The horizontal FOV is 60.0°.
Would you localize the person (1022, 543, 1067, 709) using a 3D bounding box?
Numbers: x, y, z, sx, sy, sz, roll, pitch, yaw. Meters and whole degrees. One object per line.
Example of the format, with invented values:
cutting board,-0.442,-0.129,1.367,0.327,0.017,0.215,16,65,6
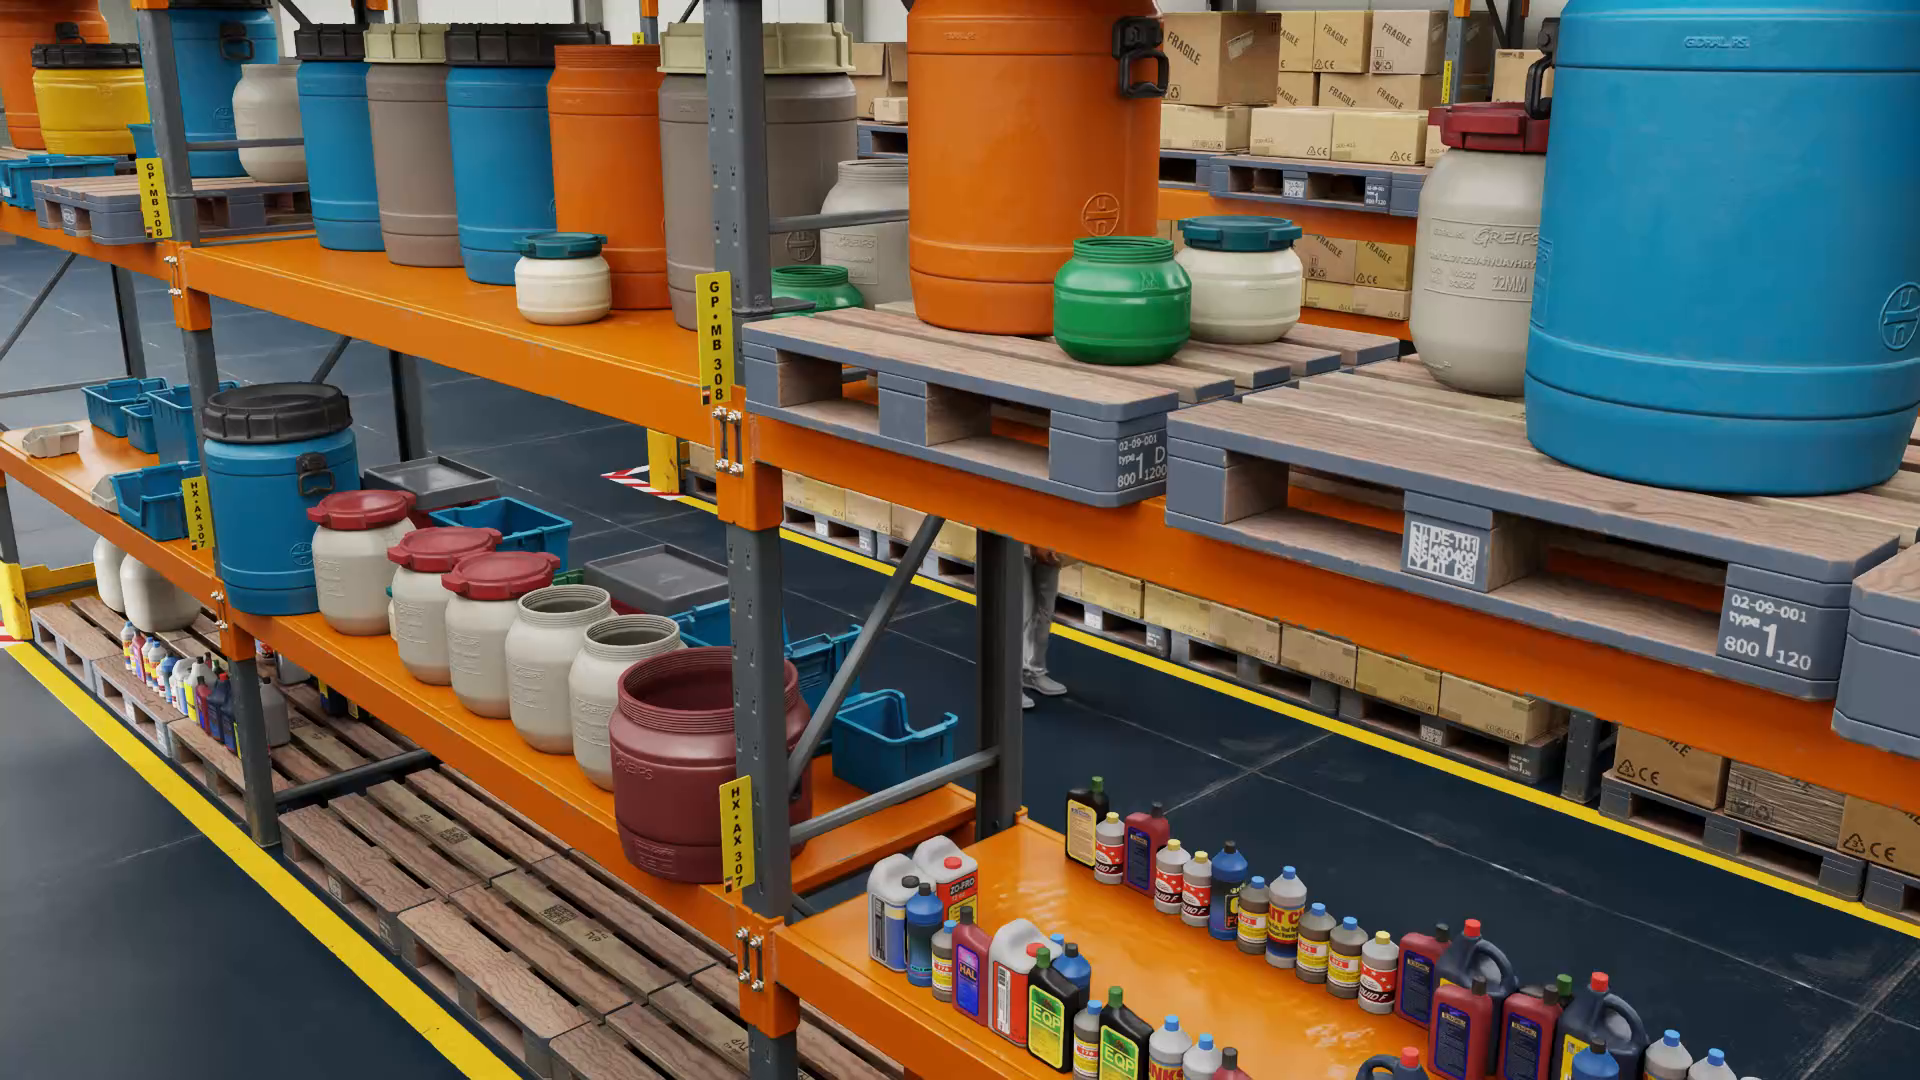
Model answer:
person,0.442,0.070,9.279,0.510,1.767,0.575,-16,23,-41
